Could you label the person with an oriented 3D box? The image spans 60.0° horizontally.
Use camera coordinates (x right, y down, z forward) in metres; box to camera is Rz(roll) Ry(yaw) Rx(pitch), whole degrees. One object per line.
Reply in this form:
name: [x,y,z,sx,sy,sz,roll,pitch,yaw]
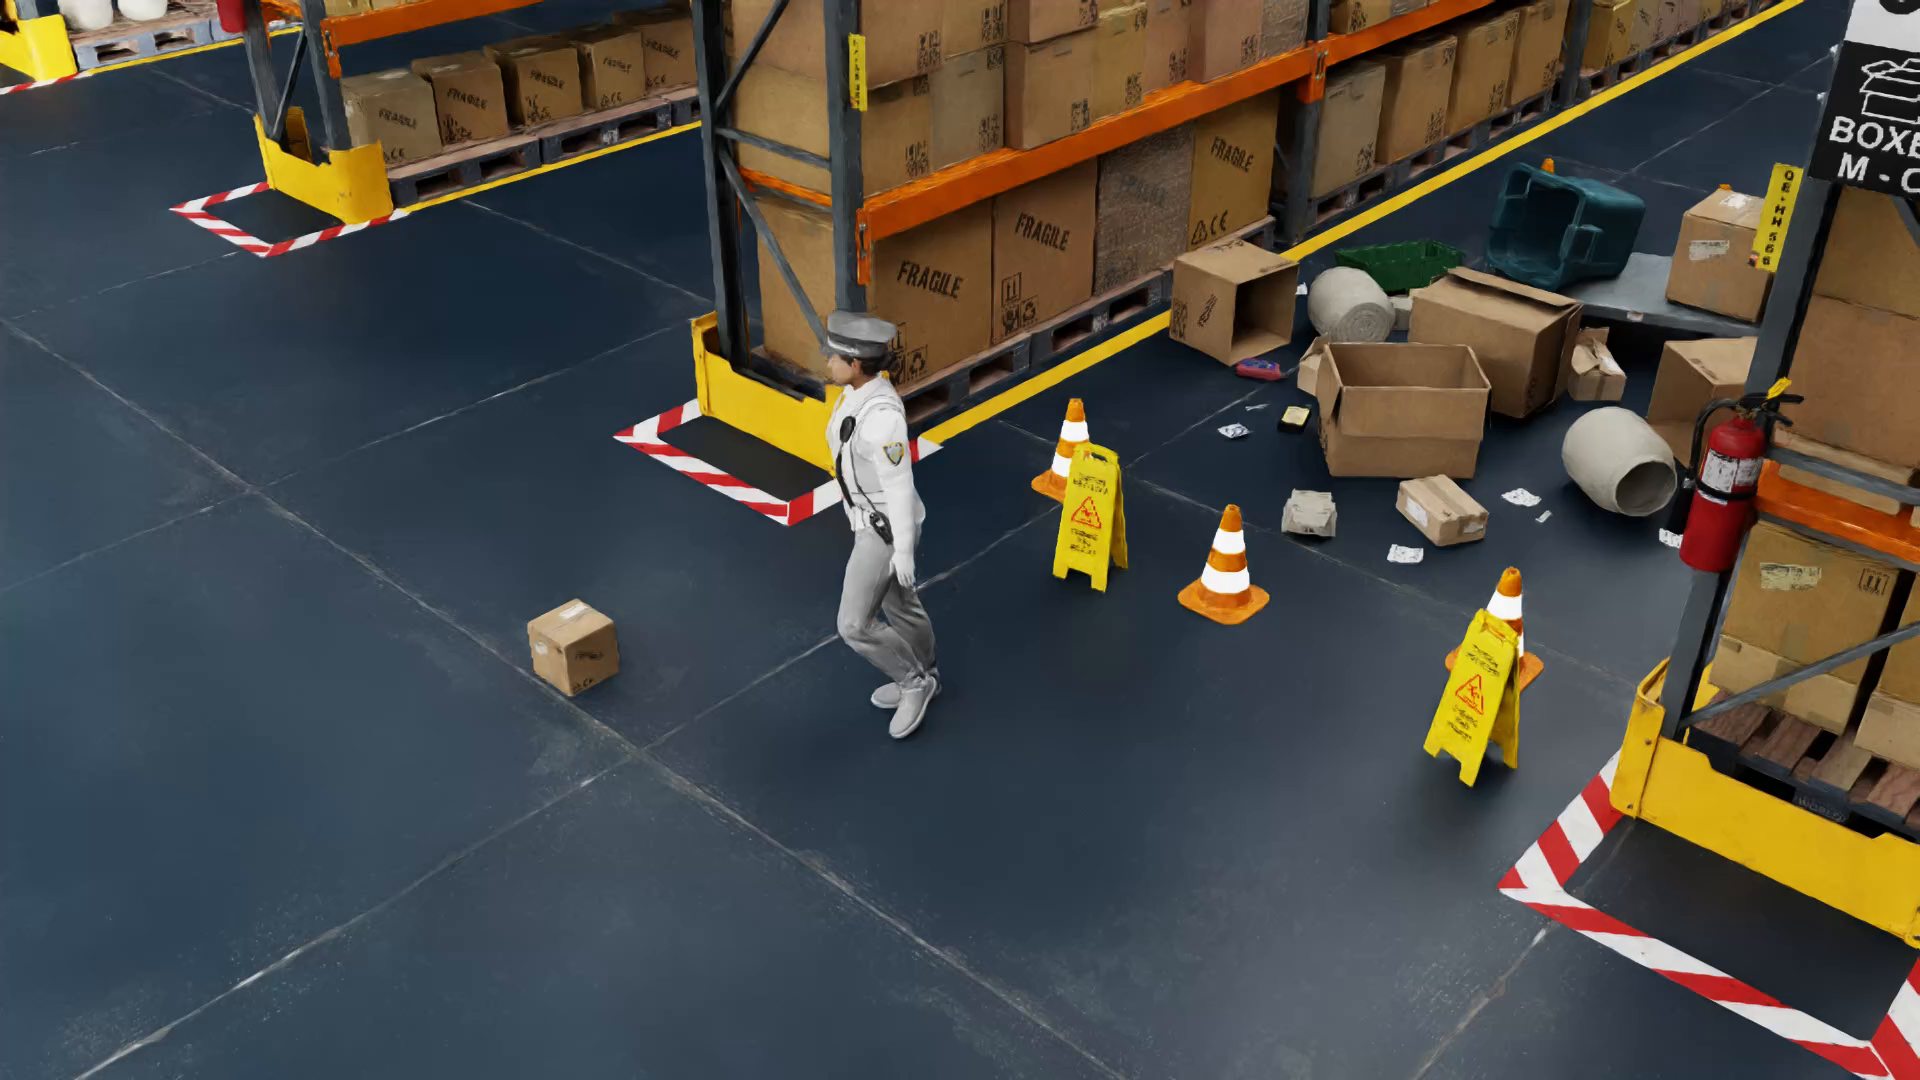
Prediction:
person: [-0.285,-0.059,6.205,0.420,1.663,0.536,-6,32,-10]
